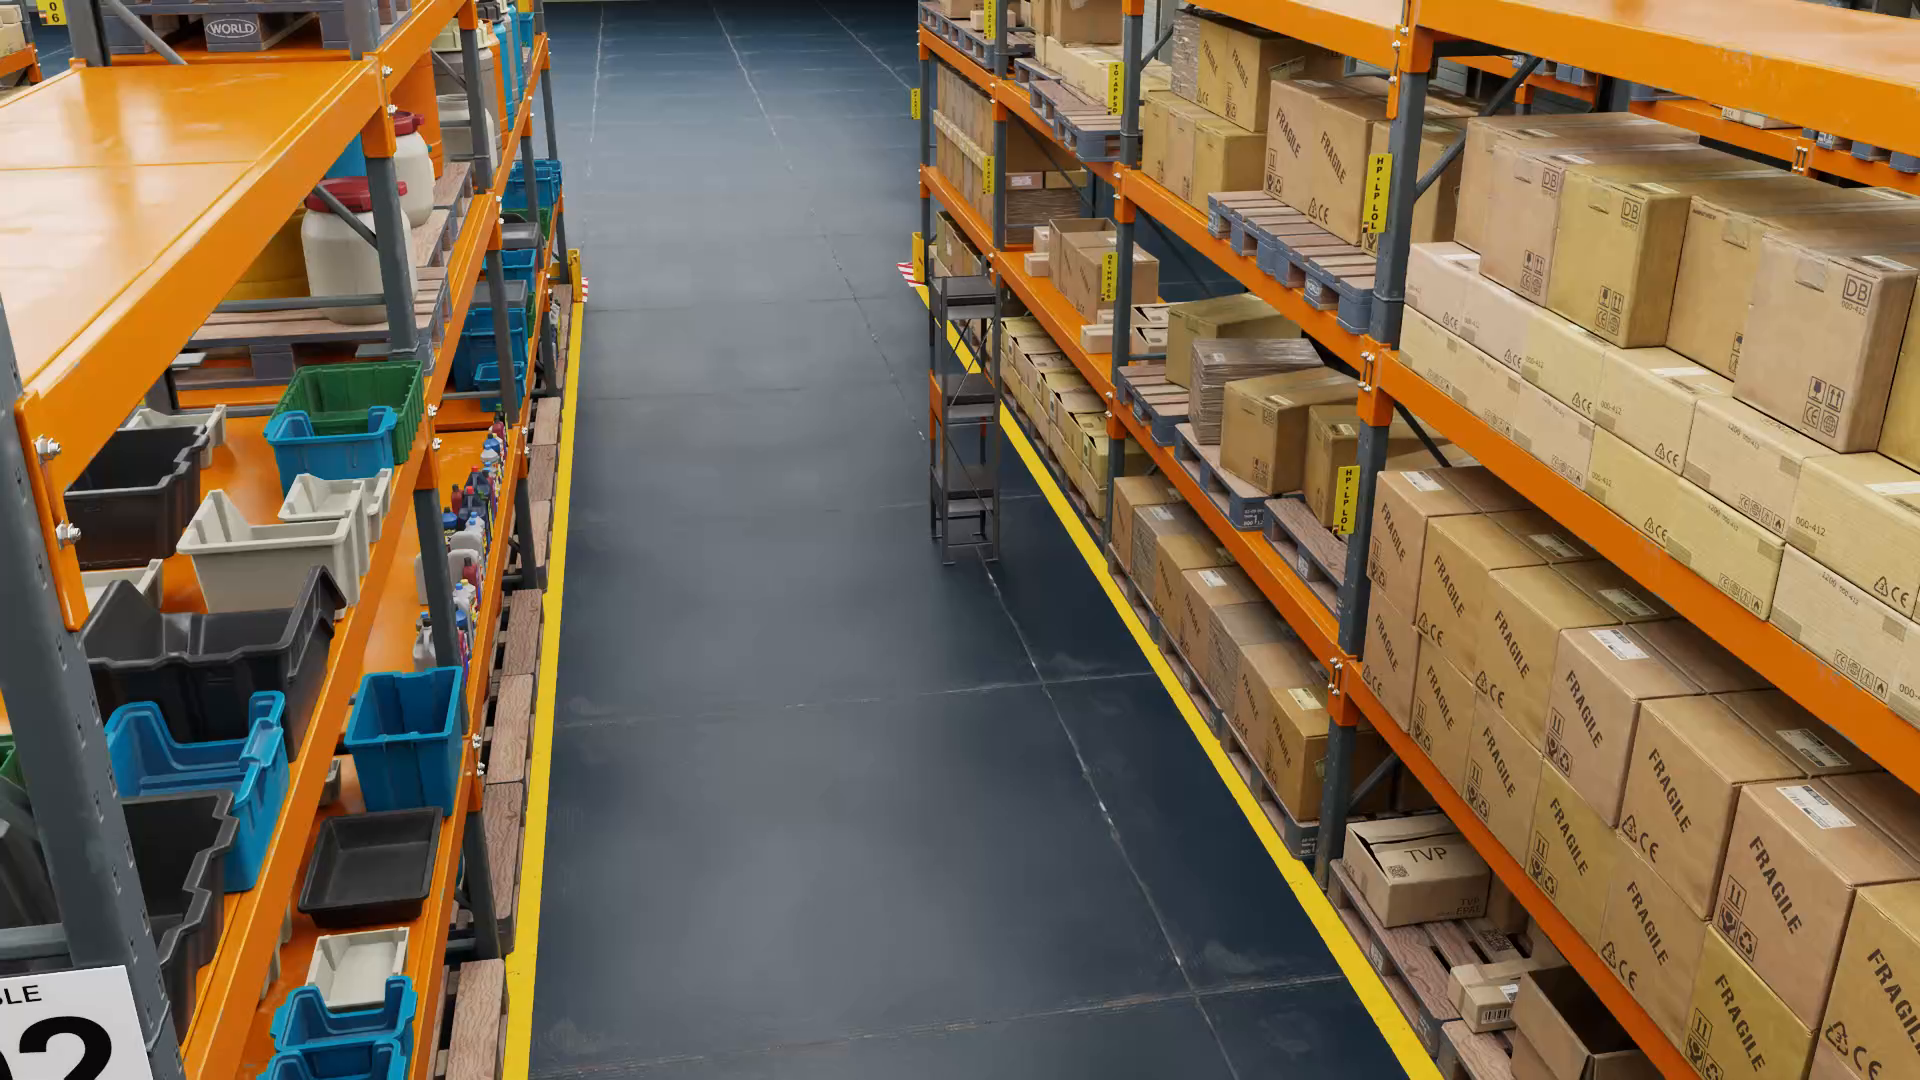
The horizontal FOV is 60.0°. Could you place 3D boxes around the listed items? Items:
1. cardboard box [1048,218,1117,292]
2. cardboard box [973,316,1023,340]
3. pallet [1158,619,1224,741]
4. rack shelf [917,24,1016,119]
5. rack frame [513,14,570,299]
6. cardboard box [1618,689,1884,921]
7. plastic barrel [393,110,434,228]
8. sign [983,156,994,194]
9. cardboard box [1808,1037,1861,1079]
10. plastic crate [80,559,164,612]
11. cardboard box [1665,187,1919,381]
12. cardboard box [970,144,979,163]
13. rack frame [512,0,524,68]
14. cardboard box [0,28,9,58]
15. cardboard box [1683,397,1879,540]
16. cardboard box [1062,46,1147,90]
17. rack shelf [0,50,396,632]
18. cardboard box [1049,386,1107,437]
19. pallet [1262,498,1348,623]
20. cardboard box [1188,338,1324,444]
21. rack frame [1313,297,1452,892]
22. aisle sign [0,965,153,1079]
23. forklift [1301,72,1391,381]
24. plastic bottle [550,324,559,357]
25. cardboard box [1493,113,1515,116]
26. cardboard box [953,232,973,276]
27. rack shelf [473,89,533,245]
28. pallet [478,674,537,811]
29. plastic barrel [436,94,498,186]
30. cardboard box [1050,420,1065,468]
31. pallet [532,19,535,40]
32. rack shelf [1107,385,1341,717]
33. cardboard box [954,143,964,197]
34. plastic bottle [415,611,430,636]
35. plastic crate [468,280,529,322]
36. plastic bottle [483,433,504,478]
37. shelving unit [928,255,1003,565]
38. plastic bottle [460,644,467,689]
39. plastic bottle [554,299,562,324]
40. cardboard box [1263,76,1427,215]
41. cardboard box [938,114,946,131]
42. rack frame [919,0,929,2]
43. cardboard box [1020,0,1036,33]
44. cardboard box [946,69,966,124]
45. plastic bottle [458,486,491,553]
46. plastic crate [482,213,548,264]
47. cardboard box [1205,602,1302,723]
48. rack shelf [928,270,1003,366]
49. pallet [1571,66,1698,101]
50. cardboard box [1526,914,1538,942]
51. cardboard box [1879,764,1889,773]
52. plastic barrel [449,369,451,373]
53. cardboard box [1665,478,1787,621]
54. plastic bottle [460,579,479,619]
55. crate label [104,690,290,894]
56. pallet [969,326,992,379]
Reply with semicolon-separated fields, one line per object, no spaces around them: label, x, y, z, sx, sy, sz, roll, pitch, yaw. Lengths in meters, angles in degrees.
cardboard box;1.022;-2.370;13.805;0.500;0.500;0.500;-3;24;-6
cardboard box;0.415;-2.131;16.292;0.500;0.250;0.500;-4;24;-10
pallet;1.861;0.792;10.174;1.003;0.211;1.213;-4;24;-10
rack shelf;0.429;-4.667;16.338;1.077;0.370;4.000;-4;24;-10
rack frame;-4.810;-4.043;17.760;1.000;3.000;0.127;-4;24;-10
cardboard box;2.470;0.824;5.241;0.500;0.500;0.500;-4;24;-8
plastic barrel;-2.854;-1.840;8.272;0.433;0.535;0.433;0;24;0
sign;0.253;-3.226;14.709;0.100;0.325;0.005;-4;24;-10
cardboard box;2.667;1.683;4.524;0.500;0.500;0.500;-4;24;-8
plastic crate;-2.477;0.202;4.622;0.437;0.136;0.530;-4;24;-10
cardboard box;2.699;-0.790;5.189;0.700;0.500;0.500;-4;24;-10
cardboard box;0.304;-3.769;16.196;0.380;0.149;0.250;-4;24;-8
rack frame;-4.070;-5.219;12.957;1.000;3.000;0.127;-4;24;-10
cardboard box;-9.243;-4.616;15.510;0.500;0.250;0.500;-4;24;-9
cardboard box;2.490;-0.227;4.837;0.500;0.250;0.500;-4;24;-10
cardboard box;1.092;-3.577;12.607;0.500;0.250;0.500;-6;24;-14
rack shelf;-2.221;-0.773;4.175;1.077;0.370;4.000;-4;24;-10
cardboard box;1.006;-1.042;13.097;0.500;0.311;0.500;-4;24;-10
pallet;2.237;0.077;8.565;1.003;0.211;1.213;-4;24;-10
cardboard box;1.747;-0.887;9.883;0.700;0.500;0.500;0;24;0
rack frame;2.278;0.312;7.789;1.000;3.000;0.127;-4;24;-10
aisle sign;-1.546;1.065;2.816;0.394;0.787;0.004;-4;24;-10
forklift;3.528;-2.288;13.826;1.130;2.935;3.031;-8;25;-17
plastic bottle;-3.846;-1.880;15.567;0.144;0.351;0.185;-5;24;-12
cardboard box;5.606;-4.088;17.087;0.500;0.500;0.500;-4;24;-8
cardboard box;0.214;-2.867;17.040;0.500;0.500;0.500;-4;24;-10
rack shelf;-3.700;-2.728;11.900;1.077;0.370;4.000;-4;24;-10
pallet;-2.921;1.167;9.314;1.003;0.211;1.213;-4;24;-10
plastic barrel;-3.087;-2.467;10.264;0.421;0.512;0.421;0;24;0
cardboard box;1.012;-0.784;13.207;0.500;0.250;0.500;-4;24;-9
pallet;-4.753;-4.999;16.436;1.003;0.211;1.213;-4;24;-10
rack shelf;1.908;-0.145;9.734;1.077;0.370;4.000;-4;24;-10
cardboard box;0.321;-3.868;17.233;0.700;0.500;0.500;-4;24;-9
plastic bottle;-2.489;0.430;7.766;0.097;0.201;0.097;0;24;0
plastic crate;-3.329;-1.584;12.050;0.402;0.464;0.583;-4;24;-10
plastic bottle;-2.754;-0.496;9.799;0.097;0.271;0.097;0;24;0
shelving unit;0.031;-0.897;11.681;0.431;2.100;0.503;-4;24;-10
plastic bottle;-2.239;0.554;7.379;0.061;0.283;0.133;-4;24;-10
plastic bottle;-4.000;-2.266;16.534;0.061;0.283;0.133;-4;24;-8
cardboard box;2.008;-2.075;8.731;0.600;0.600;0.600;-5;24;-12
cardboard box;-0.029;-4.478;17.819;0.380;0.149;0.250;-5;24;-11
rack frame;0.059;-7.158;17.395;1.000;3.000;0.127;-4;24;-10
cardboard box;0.865;-4.855;15.284;0.500;0.311;0.500;-6;24;-13
cardboard box;0.245;-4.637;17.373;0.700;0.500;0.500;-5;24;-11
plastic bottle;-2.578;-0.106;8.807;0.144;0.351;0.185;-4;24;-10
plastic crate;-4.042;-2.657;14.663;0.767;0.338;0.504;-4;24;-10
cardboard box;1.730;0.690;9.495;0.500;0.500;0.500;-4;24;-9
rack shelf;0.031;-1.526;11.406;0.431;0.518;0.480;-4;24;-10
pallet;5.870;-3.833;13.766;1.213;0.211;1.003;-4;24;-10
cardboard box;2.790;1.763;7.479;0.380;0.149;0.250;-4;24;-10
cardboard box;3.003;0.785;5.331;0.500;0.500;0.500;-4;24;-9
plastic barrel;-3.731;-1.337;11.423;0.421;0.512;0.421;0;24;0
cardboard box;2.476;0.003;4.934;0.500;0.250;0.500;-4;24;-10
plastic bottle;-2.400;0.289;8.088;0.097;0.201;0.097;0;24;0
crate label;-1.704;0.557;3.665;0.408;0.251;0.502;-4;24;-10
pallet;0.693;-1.873;16.275;1.003;0.211;1.213;-4;24;-10
